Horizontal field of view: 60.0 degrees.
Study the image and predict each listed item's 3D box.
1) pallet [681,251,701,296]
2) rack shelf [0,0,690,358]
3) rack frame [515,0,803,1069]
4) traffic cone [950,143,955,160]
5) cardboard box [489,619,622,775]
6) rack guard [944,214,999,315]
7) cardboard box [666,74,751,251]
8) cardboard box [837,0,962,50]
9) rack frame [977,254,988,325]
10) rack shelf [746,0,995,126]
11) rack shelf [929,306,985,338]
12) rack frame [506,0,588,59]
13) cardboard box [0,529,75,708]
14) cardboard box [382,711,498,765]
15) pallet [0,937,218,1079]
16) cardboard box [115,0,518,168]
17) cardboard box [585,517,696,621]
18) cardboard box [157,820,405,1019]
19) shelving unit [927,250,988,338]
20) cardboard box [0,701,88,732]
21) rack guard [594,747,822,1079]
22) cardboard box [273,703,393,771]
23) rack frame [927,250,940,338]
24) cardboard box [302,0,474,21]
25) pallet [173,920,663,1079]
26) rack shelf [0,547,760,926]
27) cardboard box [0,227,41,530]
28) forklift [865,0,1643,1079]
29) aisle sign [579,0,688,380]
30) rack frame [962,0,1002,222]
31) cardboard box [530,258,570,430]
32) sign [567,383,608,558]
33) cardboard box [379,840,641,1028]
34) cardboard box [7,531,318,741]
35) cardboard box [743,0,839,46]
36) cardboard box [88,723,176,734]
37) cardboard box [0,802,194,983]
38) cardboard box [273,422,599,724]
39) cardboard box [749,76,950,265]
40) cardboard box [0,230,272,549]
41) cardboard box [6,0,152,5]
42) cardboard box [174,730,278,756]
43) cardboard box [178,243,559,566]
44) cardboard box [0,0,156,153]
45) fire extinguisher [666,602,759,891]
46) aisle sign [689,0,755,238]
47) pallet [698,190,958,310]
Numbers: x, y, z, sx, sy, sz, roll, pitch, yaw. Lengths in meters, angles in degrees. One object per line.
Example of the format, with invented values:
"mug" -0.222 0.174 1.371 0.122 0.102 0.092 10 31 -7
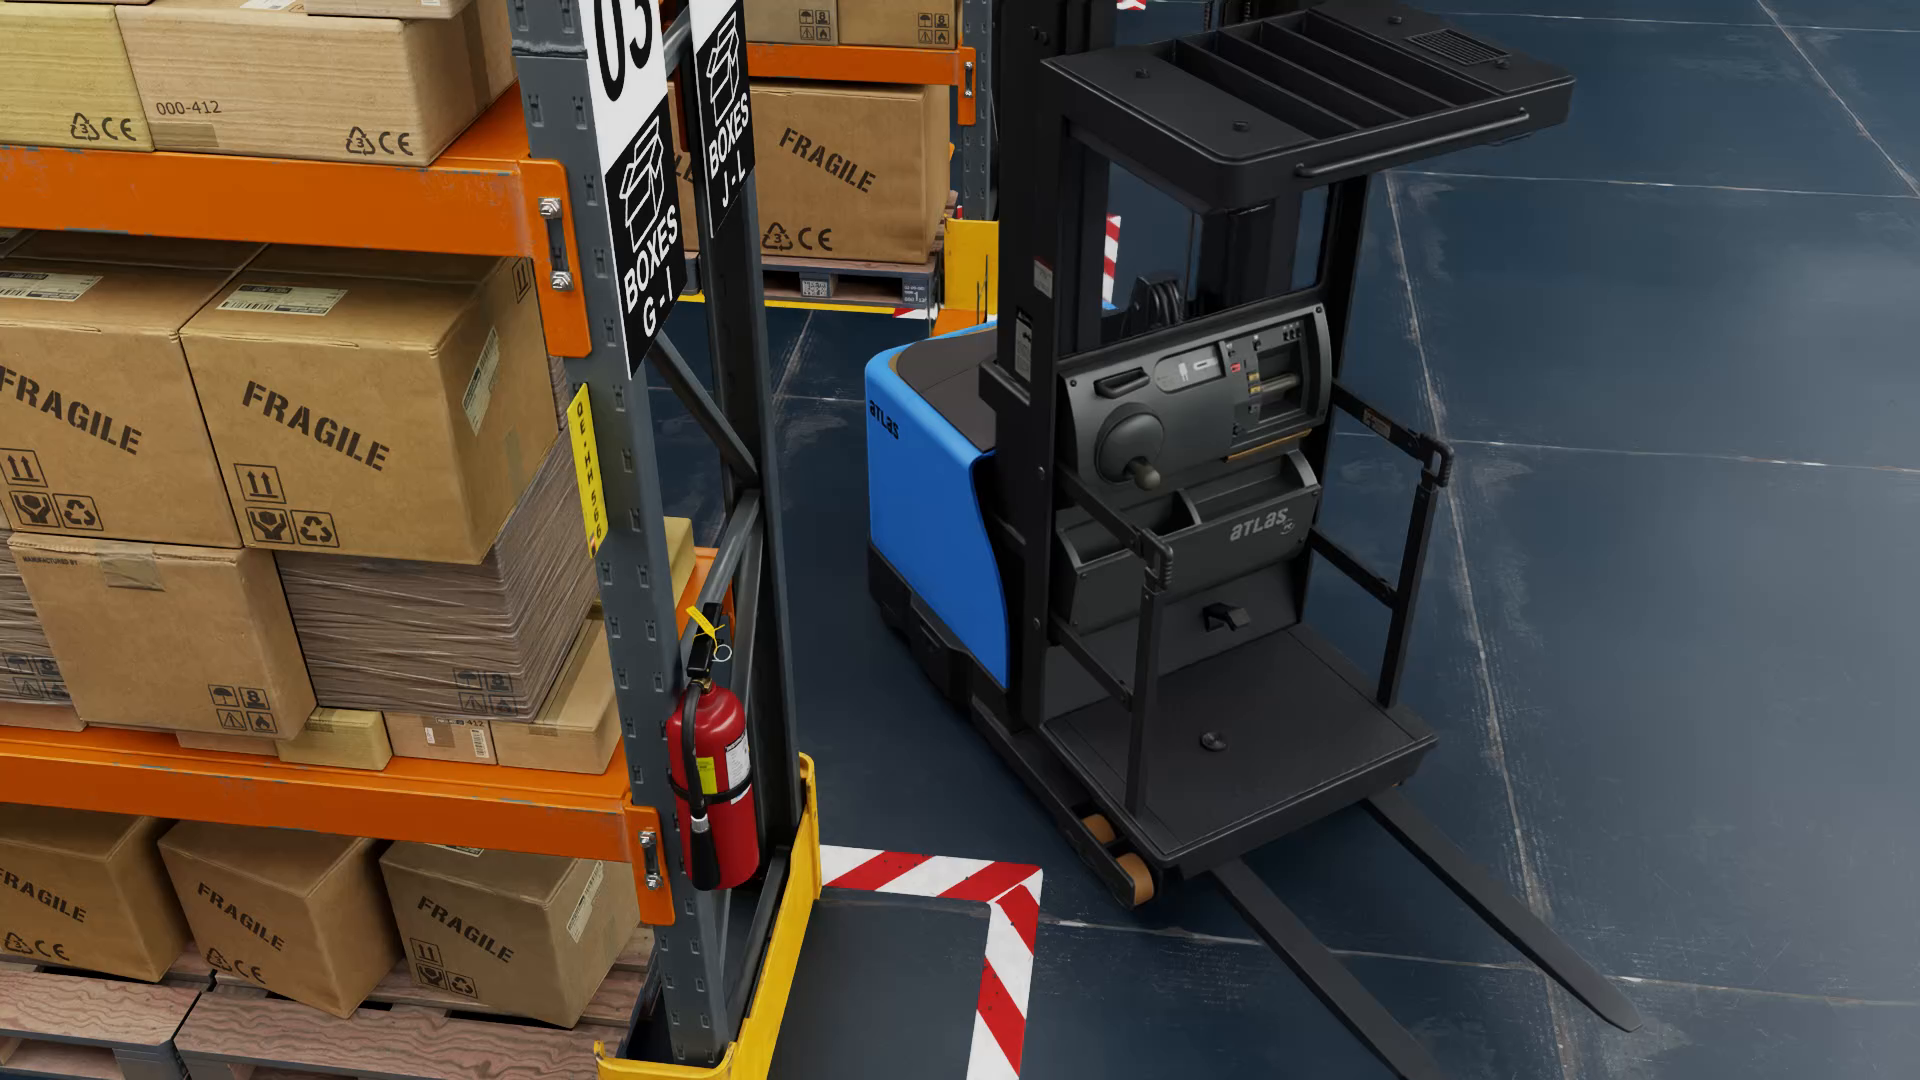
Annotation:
"pallet" -1.874 -1.664 8.900 1.213 0.211 1.003 4 36 6
"rack shelf" -2.580 -0.919 3.493 4.000 0.370 1.077 4 36 6
"rack frame" -0.596 0.157 3.948 0.127 3.000 1.000 4 36 6
"traffic cone" -0.210 -2.518 9.880 0.334 0.463 0.336 4 36 6
"cardboard box" -0.905 0.357 3.884 0.250 0.149 0.380 4 36 6
"rack guard" 0.160 -1.674 8.666 0.348 0.500 1.175 4 36 6
"cardboard box" -1.418 -2.076 8.544 0.875 0.875 0.875 4 36 5
"cardboard box" -0.238 -2.756 7.900 0.550 0.550 0.875 4 36 6
"rack frame" 0.084 -0.505 6.425 0.006 1.200 0.240 5 36 7
"rack shelf" -1.848 -2.549 8.358 4.000 0.370 1.077 4 36 6
"rack shelf" -0.007 -0.771 6.254 0.180 0.103 0.258 5 36 7
"rack frame" -0.596 -2.285 2.205 0.127 3.000 1.000 4 36 6
"cardboard box" -2.140 -0.091 3.953 0.500 0.500 0.875 4 36 6
"cardboard box" -1.153 0.338 3.910 0.250 0.149 0.380 4 36 6
"pallet" -2.679 1.114 5.007 1.213 0.211 1.003 4 36 6
"cardboard box" -1.107 -0.892 2.965 0.500 0.250 0.500 5 36 7
"cardboard box" -0.848 0.101 4.243 0.250 0.149 0.380 4 36 6
"cardboard box" -1.811 0.923 4.665 0.500 0.500 0.500 14 38 18
"shelving unit" -0.007 -0.514 6.437 0.189 1.200 0.258 5 36 7
"cardboard box" -2.147 0.274 4.000 0.250 0.149 0.380 4 36 6
"rack guard" -0.671 1.169 4.682 0.348 0.500 1.175 4 36 6
"cardboard box" -1.407 0.349 3.895 0.250 0.149 0.380 4 36 6
"rack frame" -0.097 -0.522 6.448 0.006 1.200 0.240 5 36 7
"cardboard box" -0.911 -1.006 2.781 0.250 0.149 0.380 4 36 6
"pallet" -1.473 1.206 4.879 1.213 0.211 1.003 4 36 6
"rack shelf" -2.580 0.302 4.364 4.000 0.370 1.077 4 36 6
"cardboard box" -2.165 -0.382 3.501 0.500 0.500 0.500 4 36 6
"forklift" 0.820 -0.363 4.736 1.130 2.935 3.031 -18 39 -24
"aisle sign" -0.573 -0.724 2.944 0.004 0.787 0.394 4 36 6
"rack frame" 0.136 -2.694 7.942 0.127 3.000 1.000 4 36 6
"cardboard box" -1.107 -0.610 3.819 0.500 0.500 0.500 4 36 6
"sign" -0.687 -0.125 3.074 0.005 0.325 0.100 4 36 6
"cardboard box" -1.213 0.948 4.630 0.500 0.500 0.500 11 37 15
"cardboard box" -1.649 -0.029 3.867 0.500 0.500 0.875 4 36 6
"cardboard box" -0.786 -2.784 7.940 0.550 0.550 0.875 4 36 6
"cardboard box" -1.896 0.280 3.992 0.250 0.149 0.380 4 36 6
"cardboard box" -2.429 0.866 4.745 0.500 0.500 0.500 7 36 10
"cardboard box" -1.138 -0.061 3.912 0.500 0.500 0.875 4 36 6
"cardboard box" -0.545 -2.012 8.454 0.875 0.875 0.875 4 36 6
"cardboard box" -1.670 -0.344 3.447 0.500 0.500 0.500 4 36 6
"cardboard box" -1.440 -1.050 2.843 0.250 0.149 0.380 3 36 4
"cardboard box" -1.653 0.322 3.933 0.250 0.149 0.380 4 36 6
"cardboard box" -1.173 -0.310 3.400 0.500 0.500 0.500 4 36 6
"cardboard box" -1.602 -0.928 3.015 0.500 0.250 0.500 4 36 6
"fire extinguisher" -0.541 0.462 3.587 0.183 0.674 0.296 4 36 6
"aisle sign" -0.496 -1.070 3.429 0.004 0.787 0.394 4 36 6
"pallet" -0.667 -1.573 8.772 1.213 0.211 1.003 4 36 6
